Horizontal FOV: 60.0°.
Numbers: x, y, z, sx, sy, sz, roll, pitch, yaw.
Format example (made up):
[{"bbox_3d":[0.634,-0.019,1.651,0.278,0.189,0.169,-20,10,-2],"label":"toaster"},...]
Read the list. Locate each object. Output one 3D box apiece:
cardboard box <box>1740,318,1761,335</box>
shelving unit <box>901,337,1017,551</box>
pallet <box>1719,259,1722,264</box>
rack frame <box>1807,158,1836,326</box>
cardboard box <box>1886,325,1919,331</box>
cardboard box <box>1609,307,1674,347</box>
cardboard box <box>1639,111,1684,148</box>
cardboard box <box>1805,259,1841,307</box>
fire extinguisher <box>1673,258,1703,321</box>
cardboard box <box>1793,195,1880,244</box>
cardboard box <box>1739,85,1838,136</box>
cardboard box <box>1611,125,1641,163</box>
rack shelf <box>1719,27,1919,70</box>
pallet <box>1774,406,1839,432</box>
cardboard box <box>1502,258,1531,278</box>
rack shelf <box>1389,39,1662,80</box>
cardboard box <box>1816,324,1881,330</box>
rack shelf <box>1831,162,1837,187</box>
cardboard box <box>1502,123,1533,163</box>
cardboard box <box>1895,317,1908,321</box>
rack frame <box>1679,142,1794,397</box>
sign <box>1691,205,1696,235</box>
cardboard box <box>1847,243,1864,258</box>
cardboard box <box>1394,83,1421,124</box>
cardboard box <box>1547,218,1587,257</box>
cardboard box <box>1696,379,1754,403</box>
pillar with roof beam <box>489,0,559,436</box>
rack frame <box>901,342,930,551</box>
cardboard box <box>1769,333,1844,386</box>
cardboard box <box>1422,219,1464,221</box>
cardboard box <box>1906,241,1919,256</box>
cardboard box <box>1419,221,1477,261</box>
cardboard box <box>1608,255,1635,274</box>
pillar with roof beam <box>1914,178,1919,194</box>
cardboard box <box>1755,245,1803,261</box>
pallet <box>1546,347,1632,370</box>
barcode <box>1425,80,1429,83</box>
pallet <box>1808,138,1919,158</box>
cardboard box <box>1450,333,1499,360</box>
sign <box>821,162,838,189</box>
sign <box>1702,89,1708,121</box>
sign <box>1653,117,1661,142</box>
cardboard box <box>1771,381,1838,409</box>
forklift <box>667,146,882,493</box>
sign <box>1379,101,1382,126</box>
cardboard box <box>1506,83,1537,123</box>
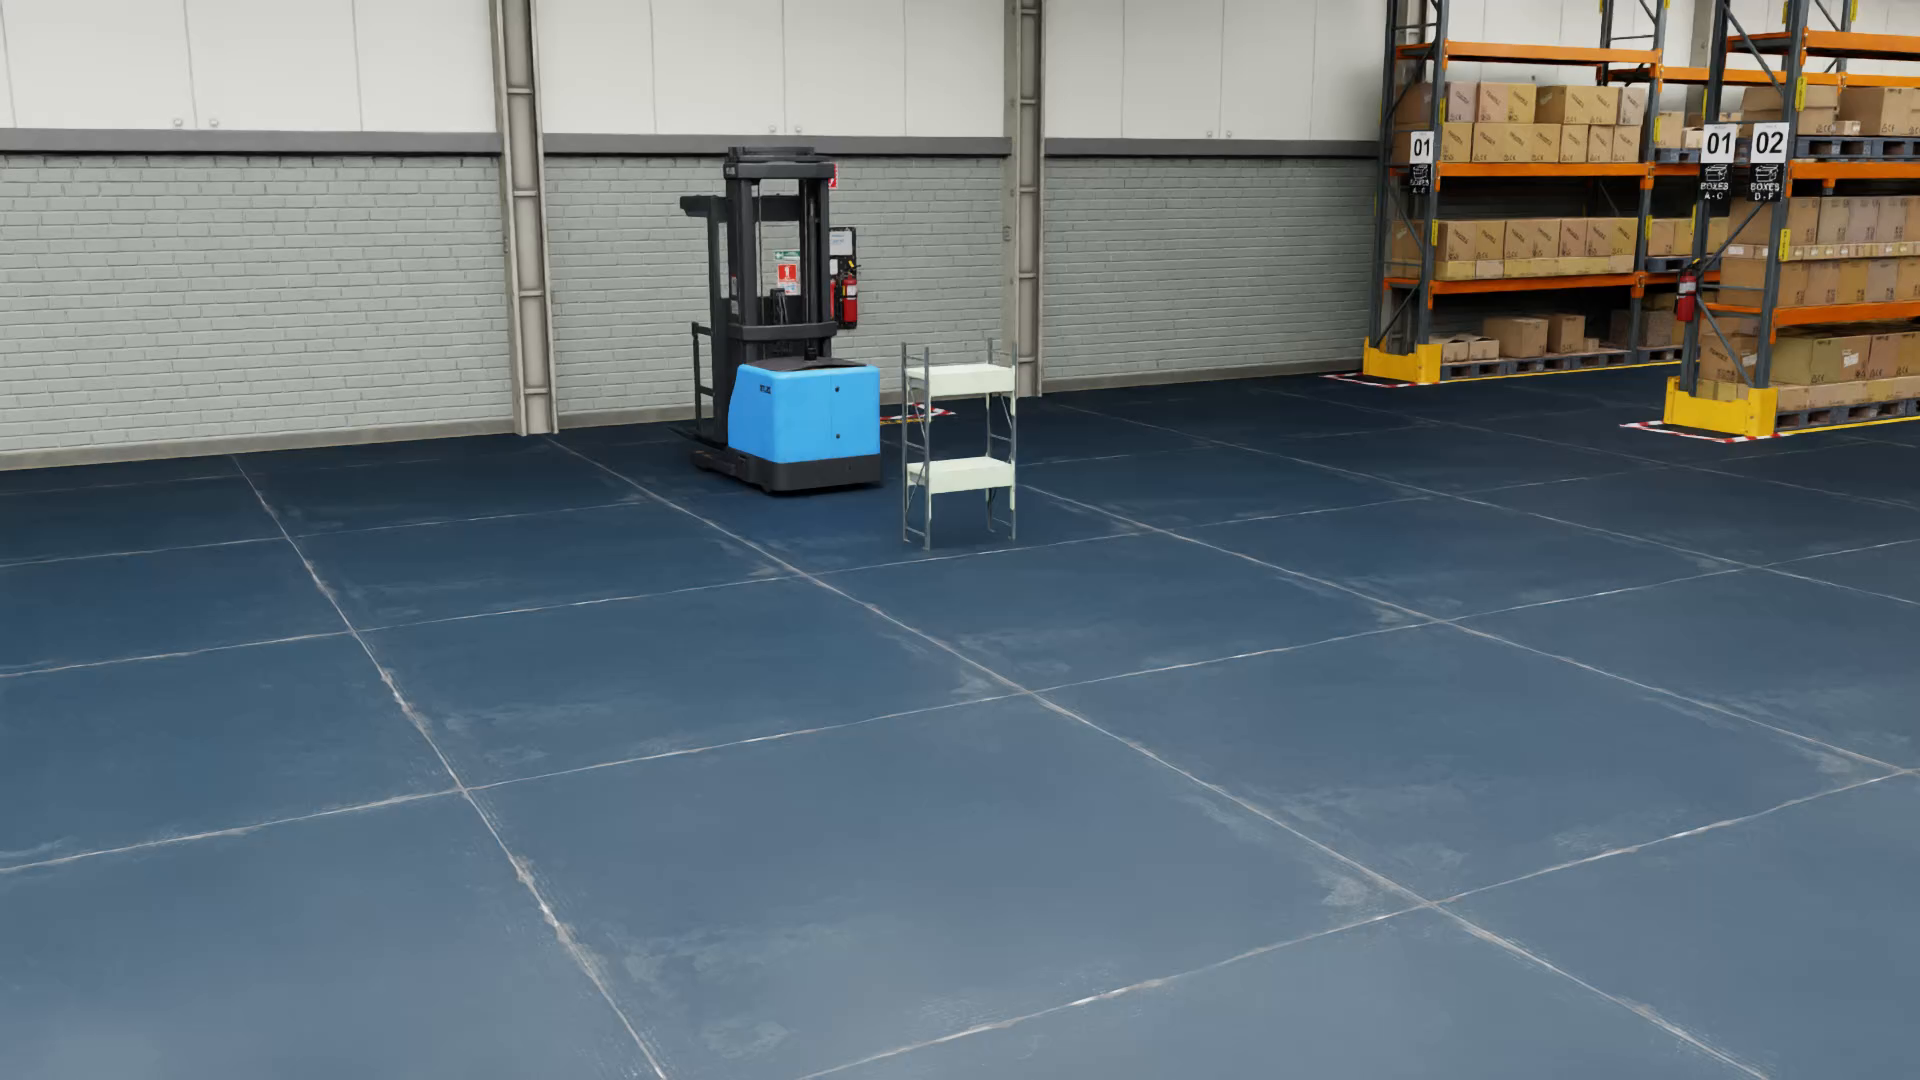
[{"bbox_3d":[11.736,-3.347,25.341,0.500,0.500,0.700,-7,14,-28],"label":"cardboard box"},{"bbox_3d":[-0.006,-0.731,12.441,0.755,1.500,0.431,-7,14,-28],"label":"shelving unit"},{"bbox_3d":[12.276,-4.280,25.234,1.003,0.211,1.213,-7,14,-28],"label":"pallet"},{"bbox_3d":[12.851,-4.470,25.637,0.127,3.000,1.000,-7,14,-28],"label":"rack frame"},{"bbox_3d":[10.970,-2.182,19.073,0.500,0.500,0.500,-7,14,-28],"label":"cardboard box"},{"bbox_3d":[9.978,-3.124,24.352,0.500,0.500,0.700,-6,14,-26],"label":"cardboard box"},{"bbox_3d":[9.858,-5.808,23.568,0.500,0.500,0.500,-5,13,-20],"label":"cardboard box"},{"bbox_3d":[9.080,-2.825,18.103,0.500,0.500,0.700,-6,14,-26],"label":"cardboard box"},{"bbox_3d":[7.879,-2.713,18.009,0.183,0.674,0.296,-7,14,-28],"label":"fire extinguisher"},{"bbox_3d":[9.569,-3.517,18.223,0.500,0.500,0.700,-7,14,-28],"label":"cardboard box"},{"bbox_3d":[8.712,-4.520,17.520,0.637,0.503,0.797,-6,14,-24],"label":"cardboard box"},{"bbox_3d":[9.013,-5.470,22.976,0.500,0.500,0.500,-6,14,-26],"label":"cardboard box"},{"bbox_3d":[9.961,-5.265,18.057,4.000,0.370,1.077,-7,14,-28],"label":"rack shelf"},{"bbox_3d":[8.857,-1.402,18.357,1.213,0.211,1.003,-7,14,-28],"label":"pallet"},{"bbox_3d":[7.308,-3.664,22.356,0.500,0.250,0.500,-7,15,-29],"label":"cardboard box"},{"bbox_3d":[7.584,-6.413,22.253,4.000,0.370,1.077,-7,14,-28],"label":"rack shelf"},{"bbox_3d":[10.282,-2.230,19.285,0.500,0.500,0.500,-7,14,-28],"label":"cardboard box"},{"bbox_3d":[14.606,-5.792,26.322,4.000,0.370,1.077,-7,14,-28],"label":"rack shelf"},{"bbox_3d":[7.184,-5.242,21.964,0.500,0.500,0.500,-6,14,-25],"label":"cardboard box"},{"bbox_3d":[15.074,-3.859,26.864,0.750,0.750,0.750,-6,14,-26],"label":"cardboard box"},{"bbox_3d":[8.205,-2.674,17.657,0.127,3.000,1.000,-7,14,-28],"label":"rack frame"},{"bbox_3d":[7.958,-3.460,17.975,0.005,0.325,0.100,-7,14,-28],"label":"sign"},{"bbox_3d":[9.558,-3.148,18.058,0.250,0.149,0.380,-7,15,-30],"label":"cardboard box"},{"bbox_3d":[6.082,-5.733,21.871,0.500,0.500,0.500,-6,14,-25],"label":"cardboard box"},{"bbox_3d":[8.190,-4.137,22.749,0.500,0.500,0.500,-7,15,-29],"label":"cardboard box"},{"bbox_3d":[8.535,-1.650,18.417,0.500,0.250,0.500,-7,14,-28],"label":"cardboard box"},{"bbox_3d":[-2.442,-4.703,13.011,0.400,9.000,9.100,-7,14,-28],"label":"pillar with roof beam"},{"bbox_3d":[-0.327,-0.692,12.270,0.023,1.500,0.400,-7,14,-28],"label":"rack frame"},{"bbox_3d":[9.221,-1.969,18.126,0.500,0.500,0.500,-7,14,-28],"label":"cardboard box"},{"bbox_3d":[6.587,-4.072,22.459,0.500,0.500,0.500,-7,14,-27],"label":"cardboard box"},{"bbox_3d":[10.465,-3.257,18.542,0.250,0.149,0.380,-6,14,-26],"label":"cardboard box"},{"bbox_3d":[6.392,-3.923,21.795,0.500,0.500,0.500,-7,14,-28],"label":"cardboard box"},{"bbox_3d":[9.069,-3.877,23.301,0.500,0.250,0.500,-7,14,-28],"label":"cardboard box"},{"bbox_3d":[18.624,-7.228,24.230,0.400,9.000,9.100,-7,14,-28],"label":"pillar with roof beam"},{"bbox_3d":[8.653,-3.039,17.574,0.250,0.149,0.380,-7,14,-28],"label":"cardboard box"},{"bbox_3d":[8.767,-2.611,23.729,1.213,0.211,1.003,-7,14,-28],"label":"pallet"},{"bbox_3d":[6.212,-6.092,22.142,0.075,0.075,0.001,-7,14,-28],"label":"barcode"},{"bbox_3d":[9.911,-4.292,18.220,1.213,0.211,1.003,-7,14,-28],"label":"pallet"},{"bbox_3d":[6.979,-2.646,22.657,0.500,0.311,0.500,-6,14,-23],"label":"cardboard box"},{"bbox_3d":[-1.480,-4.134,18.865,0.199,0.298,0.001,-7,14,-28],"label":"sign"},{"bbox_3d":[7.958,-4.636,17.711,0.005,0.325,0.100,-7,14,-28],"label":"sign"},{"bbox_3d":[9.606,-5.661,22.920,0.005,0.325,0.100,-7,14,-28],"label":"sign"},{"bbox_3d":[9.220,-1.604,18.210,0.500,0.250,0.500,-7,14,-28],"label":"cardboard box"},{"bbox_3d":[-1.877,-2.112,15.319,1.130,2.935,3.031,-8,15,-30],"label":"forklift"},{"bbox_3d":[5.580,-5.632,21.956,0.005,0.325,0.100,-7,14,-28],"label":"sign"},{"bbox_3d":[7.192,-5.730,21.858,0.500,0.500,0.500,-6,14,-26],"label":"cardboard box"}]
